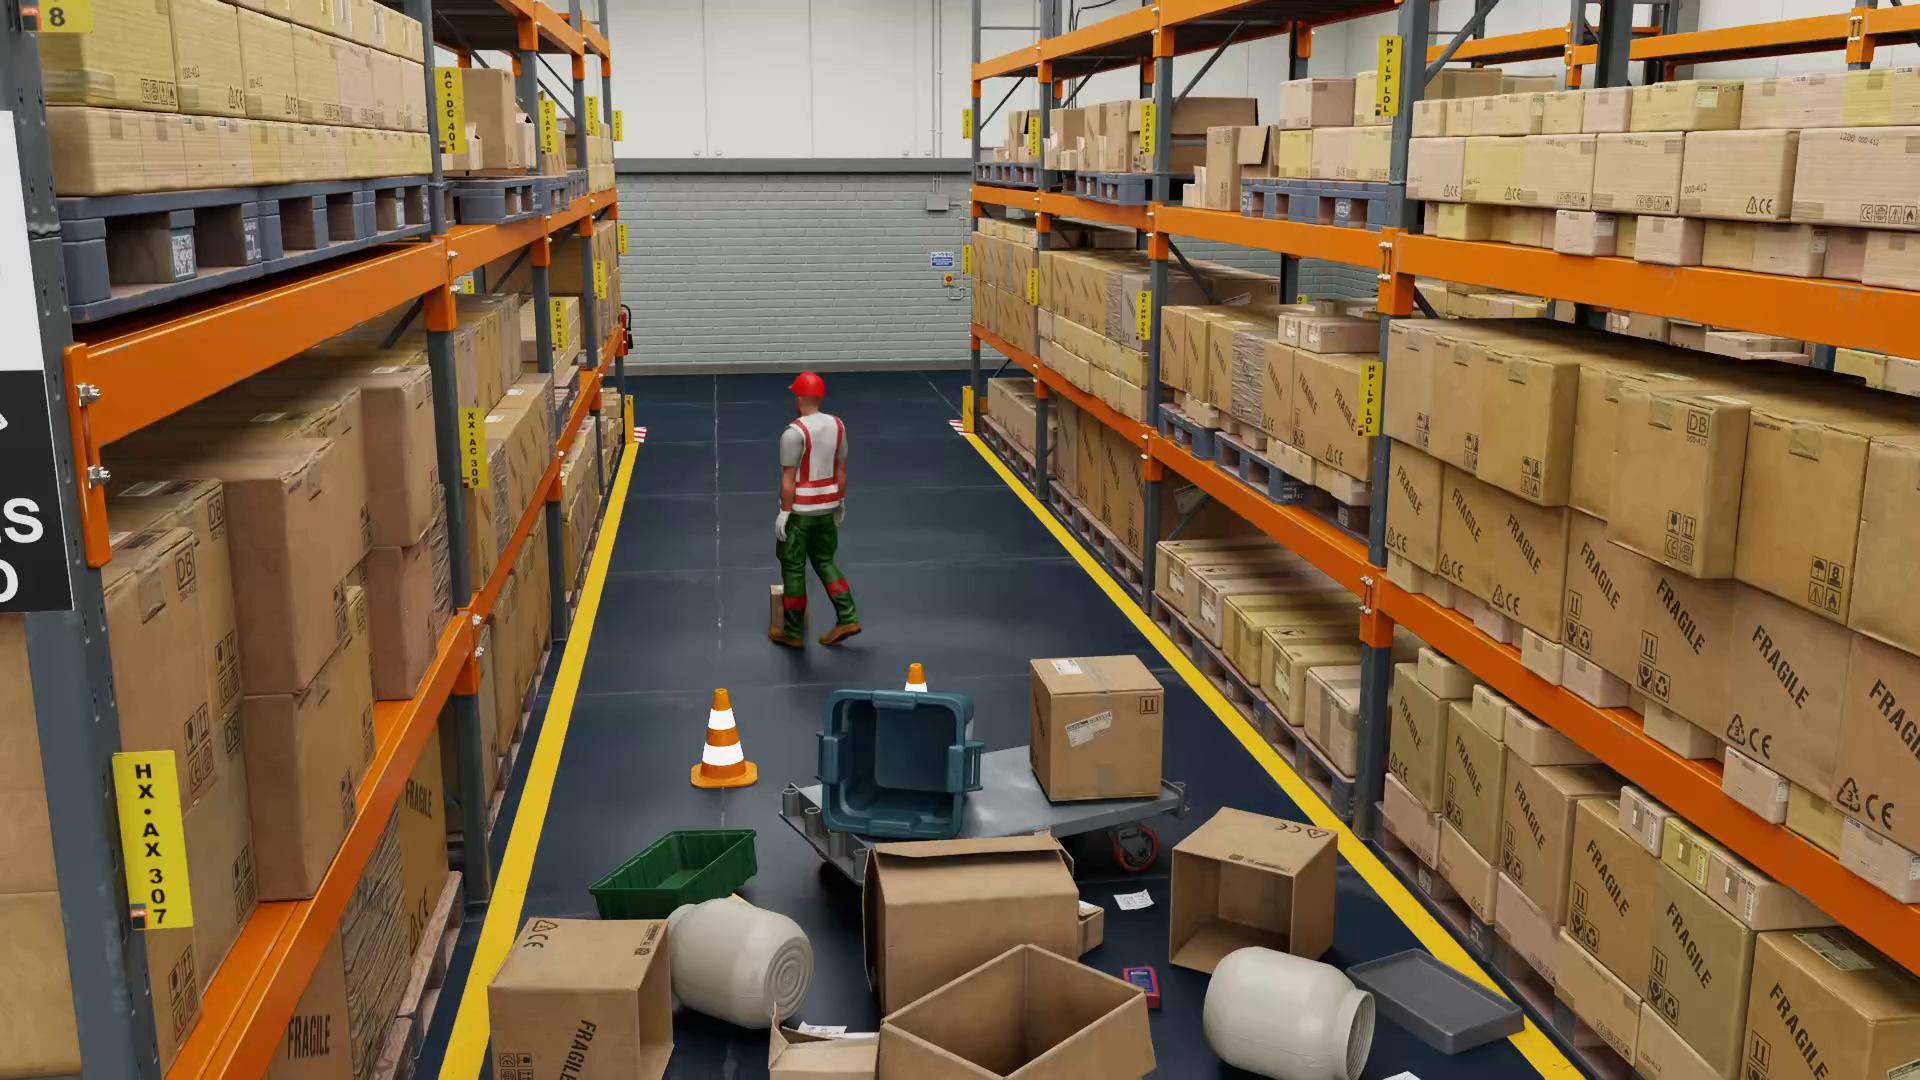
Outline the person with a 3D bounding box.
[{"bbox_3d":[-0.973,-0.075,10.772,0.572,1.547,0.572,-13,18,-43],"label":"person"}]
